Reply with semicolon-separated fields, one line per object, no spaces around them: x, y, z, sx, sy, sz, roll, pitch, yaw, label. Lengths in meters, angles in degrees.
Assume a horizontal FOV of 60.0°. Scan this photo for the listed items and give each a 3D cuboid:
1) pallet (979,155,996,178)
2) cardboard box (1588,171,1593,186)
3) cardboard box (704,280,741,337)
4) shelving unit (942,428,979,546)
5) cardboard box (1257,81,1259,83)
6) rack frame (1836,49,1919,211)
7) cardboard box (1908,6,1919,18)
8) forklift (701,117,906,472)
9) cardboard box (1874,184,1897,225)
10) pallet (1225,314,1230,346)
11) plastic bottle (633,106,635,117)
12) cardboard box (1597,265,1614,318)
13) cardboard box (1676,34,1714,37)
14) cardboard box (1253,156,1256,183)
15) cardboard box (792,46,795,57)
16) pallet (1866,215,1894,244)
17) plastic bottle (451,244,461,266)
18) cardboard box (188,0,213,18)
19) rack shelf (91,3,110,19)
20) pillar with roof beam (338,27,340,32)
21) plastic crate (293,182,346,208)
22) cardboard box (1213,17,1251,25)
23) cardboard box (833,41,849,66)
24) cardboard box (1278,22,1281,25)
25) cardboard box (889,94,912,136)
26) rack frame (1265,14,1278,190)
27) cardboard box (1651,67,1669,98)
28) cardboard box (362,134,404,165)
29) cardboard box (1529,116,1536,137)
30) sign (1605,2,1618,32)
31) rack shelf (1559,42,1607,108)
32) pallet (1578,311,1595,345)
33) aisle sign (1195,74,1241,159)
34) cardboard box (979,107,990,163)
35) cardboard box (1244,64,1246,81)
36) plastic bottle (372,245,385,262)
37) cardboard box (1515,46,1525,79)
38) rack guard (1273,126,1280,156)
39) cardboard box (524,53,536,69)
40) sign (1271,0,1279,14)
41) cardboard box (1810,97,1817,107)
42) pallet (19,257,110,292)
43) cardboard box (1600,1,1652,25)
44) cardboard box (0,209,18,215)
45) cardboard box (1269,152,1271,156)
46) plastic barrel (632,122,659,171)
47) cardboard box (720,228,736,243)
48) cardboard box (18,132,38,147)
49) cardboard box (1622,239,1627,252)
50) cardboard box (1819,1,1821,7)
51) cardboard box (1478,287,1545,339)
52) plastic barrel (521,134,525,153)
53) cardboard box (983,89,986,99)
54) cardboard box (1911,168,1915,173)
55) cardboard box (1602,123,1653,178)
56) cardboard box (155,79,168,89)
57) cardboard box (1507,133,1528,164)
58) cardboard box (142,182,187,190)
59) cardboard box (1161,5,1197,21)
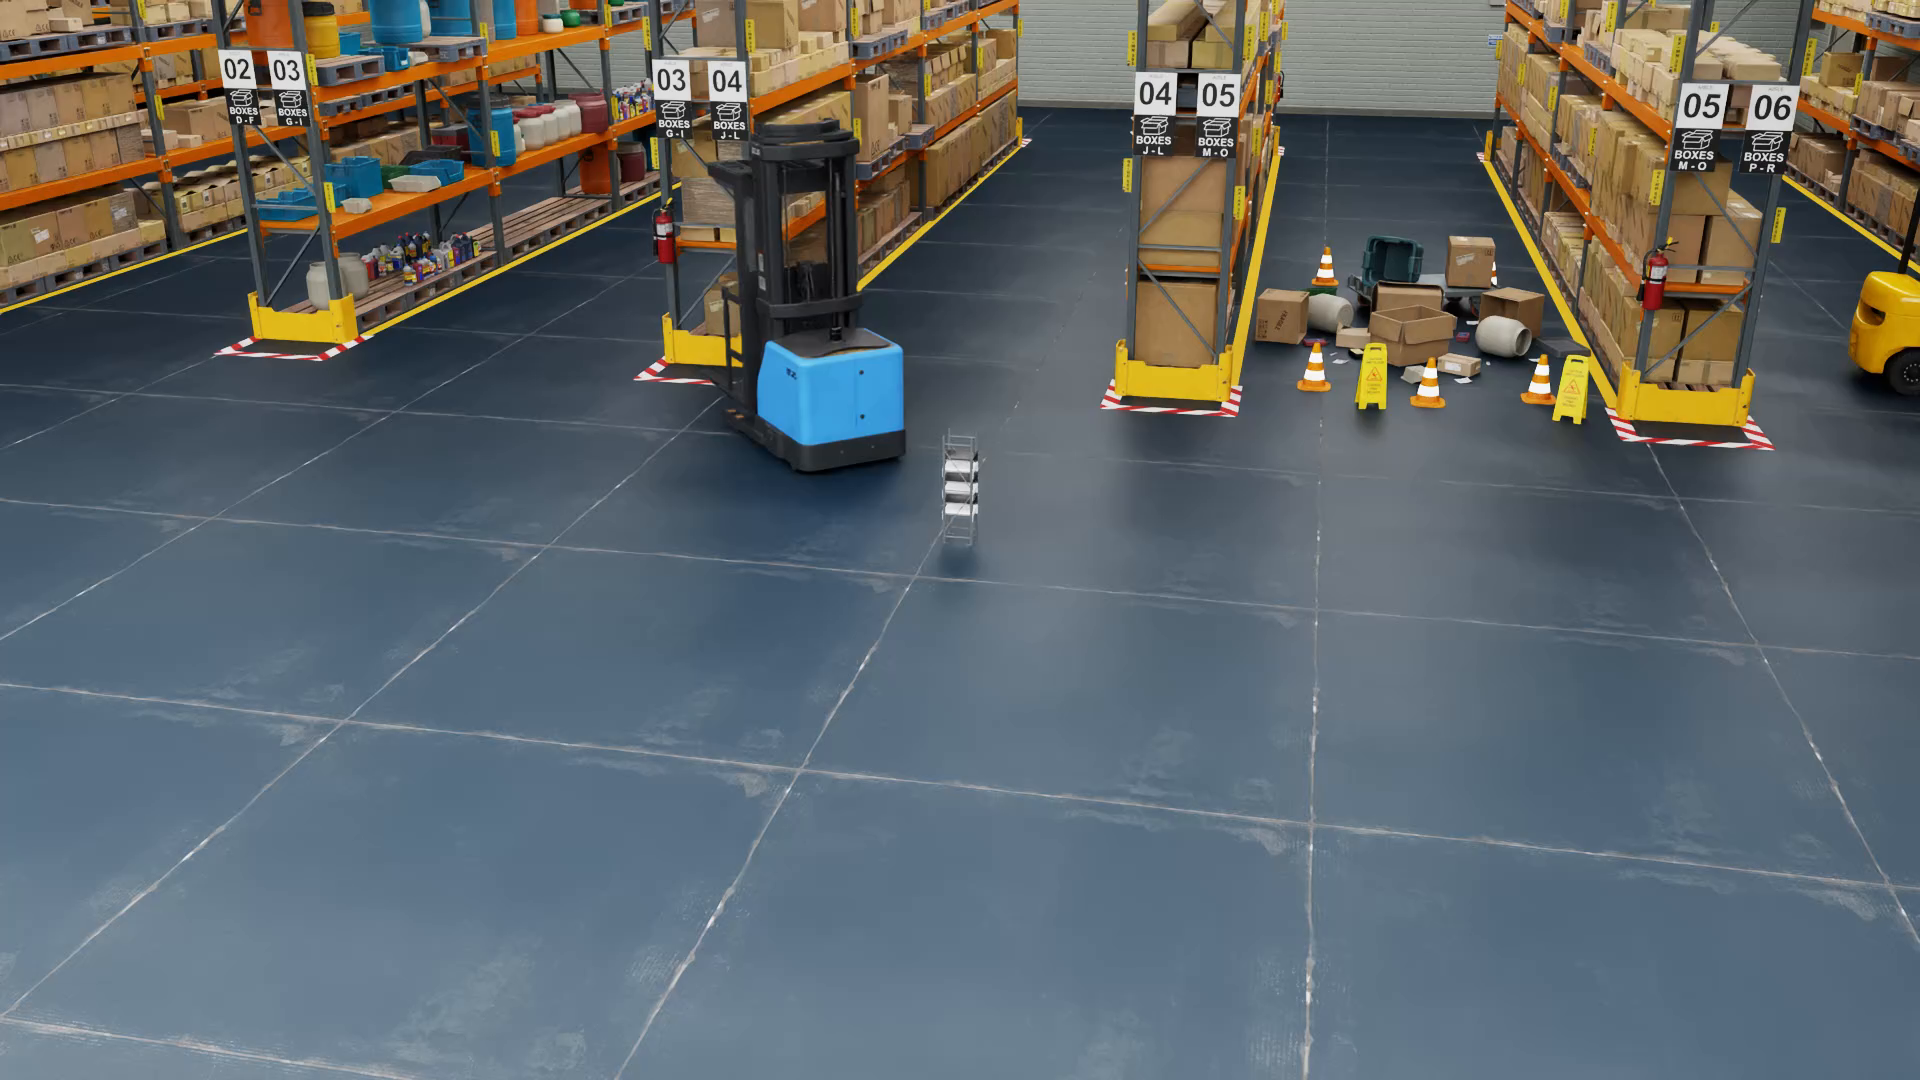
0.034;-6.686;29.672;1.003;0.211;1.213;4;22;11;pallet
7.706;-4.314;19.823;0.380;0.149;0.250;5;22;12;cardboard box
-2.503;-2.581;18.531;0.500;0.500;0.500;9;24;21;cardboard box
0.002;-0.420;13.193;0.258;0.900;0.210;4;22;11;shelving unit
4.480;-7.008;25.718;0.380;0.149;0.250;3;22;9;cardboard box
14.364;-6.575;25.664;1.000;3.000;0.127;4;22;11;rack frame
13.625;-7.448;23.457;0.380;0.149;0.250;5;22;12;cardboard box
-1.643;-2.470;15.564;1.130;2.935;3.031;-12;25;-27;forklift
13.728;-4.884;24.248;0.500;0.500;0.500;4;22;9;cardboard box
2.526;-2.353;18.915;1.003;0.211;1.213;4;22;11;pallet
-5.286;-6.922;26.791;0.097;0.201;0.097;0;22;0;plastic bottle
7.281;-2.712;18.187;0.500;0.500;0.500;6;23;14;cardboard box
7.902;-5.349;17.874;0.380;0.149;0.250;5;22;12;cardboard box
3.478;-4.769;21.047;0.500;0.500;0.500;5;22;11;cardboard box
-2.060;-5.476;18.588;0.380;0.149;0.250;4;22;10;cardboard box
13.988;-4.534;24.328;1.003;0.211;1.213;4;22;11;pallet
-6.560;-3.713;21.604;0.061;0.283;0.133;6;23;14;plastic bottle
-11.077;-7.749;24.203;0.500;0.250;0.500;3;22;6;cardboard box
-15.153;-9.166;29.046;1.077;0.370;4.000;4;22;11;rack shelf
-10.010;-13.811;35.601;9.100;9.000;0.400;4;22;11;pillar with roof beam
-7.548;-4.070;19.644;0.499;0.251;0.408;4;22;11;plastic crate
2.724;-5.165;16.721;0.380;0.149;0.250;5;22;11;cardboard box
-1.668;-5.917;20.215;0.500;0.250;0.500;5;23;13;cardboard box
5.500;-9.032;29.894;0.500;0.500;0.500;4;22;9;cardboard box
-1.101;-6.073;23.722;0.700;0.500;0.500;8;23;19;cardboard box
4.637;-7.292;27.445;1.000;3.000;0.127;4;22;11;rack frame
7.013;-4.414;16.085;0.500;0.250;0.500;4;22;10;cardboard box
-10.029;-6.757;28.872;0.500;0.500;0.500;4;22;9;cardboard box
8.820;-6.184;24.894;0.500;0.250;0.500;4;22;10;cardboard box
7.327;-5.881;18.707;0.100;0.325;0.005;4;22;11;sign
8.279;-5.815;20.725;1.077;0.370;4.000;4;22;11;rack shelf
7.769;-2.484;19.240;1.003;0.211;1.213;4;22;11;pallet
2.468;-4.061;15.941;0.394;0.787;0.004;4;22;11;aisle sign
0.015;-7.152;29.378;0.875;0.875;0.875;4;22;11;cardboard box
2.624;-4.614;16.420;0.380;0.149;0.250;5;22;11;cardboard box
-7.413;-3.578;21.180;0.144;0.351;0.185;5;23;13;plastic bottle
9.441;-7.841;27.334;0.500;0.500;0.500;4;22;10;cardboard box
5.438;-7.568;31.475;1.175;0.500;0.348;4;22;11;rack guard
-8.904;-9.789;33.510;0.500;0.500;0.500;5;23;13;cardboard box
4.363;-7.452;23.029;0.100;0.325;0.005;4;22;11;sign
14.533;-7.355;27.936;0.380;0.149;0.250;4;22;9;cardboard box
-11.977;-3.510;21.785;1.003;0.211;1.213;4;22;11;pallet
8.051;-6.371;20.112;0.500;0.250;0.500;5;22;12;cardboard box
-12.336;-3.928;21.206;0.500;0.500;0.500;4;22;11;cardboard box
5.430;-7.038;30.068;0.380;0.149;0.250;3;22;9;cardboard box
-5.319;-6.850;28.593;0.600;0.901;0.708;4;22;11;plastic barrel
-2.355;-3.288;17.839;0.380;0.149;0.250;4;22;11;cardboard box
-11.792;-5.021;20.803;0.380;0.149;0.250;4;22;10;cardboard box
7.114;-3.073;17.305;0.380;0.149;0.250;4;22;10;cardboard box
14.859;-9.116;28.294;0.380;0.149;0.250;5;22;12;cardboard box
6.320;-2.580;19.086;0.500;0.500;0.500;-16;27;-35;cardboard box
-6.259;-5.567;23.347;0.301;0.262;0.301;0;22;0;plastic barrel
0.242;-7.770;28.967;0.380;0.149;0.250;4;22;9;cardboard box
14.455;-5.473;24.843;0.380;0.149;0.250;3;22;8;cardboard box
7.315;-4.163;17.805;0.700;0.500;0.500;4;22;10;cardboard box
-14.659;-8.301;30.260;0.380;0.149;0.250;4;22;11;cardboard box
10.105;-6.837;29.182;0.875;0.438;0.875;5;22;12;cardboard box
-11.625;-5.078;24.316;0.500;0.311;0.500;5;22;12;cardboard box
2.392;-5.772;18.228;0.380;0.149;0.250;5;22;11;cardboard box
